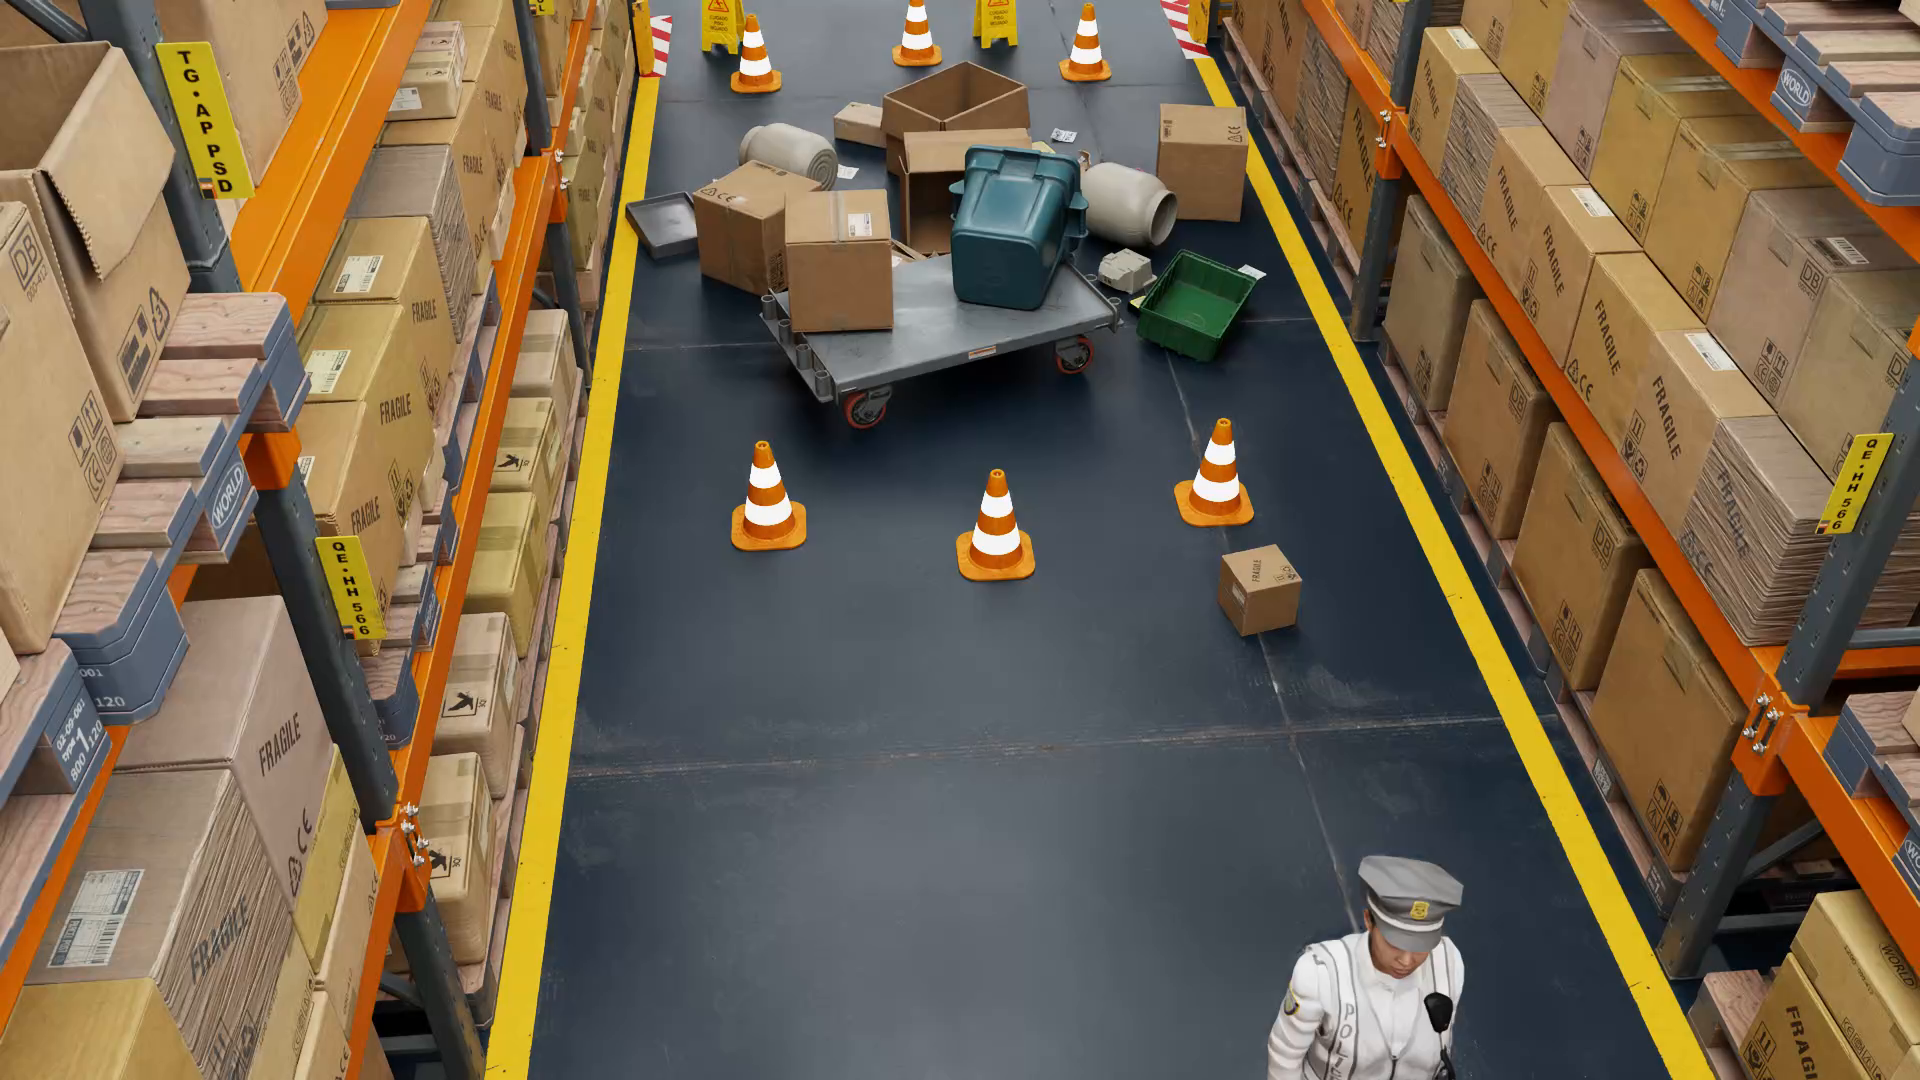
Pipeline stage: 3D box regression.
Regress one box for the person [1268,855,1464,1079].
[{"bbox_3d":[1.027,1.425,4.368,0.487,1.672,0.614,-3,39,-4],"label":"person"}]
